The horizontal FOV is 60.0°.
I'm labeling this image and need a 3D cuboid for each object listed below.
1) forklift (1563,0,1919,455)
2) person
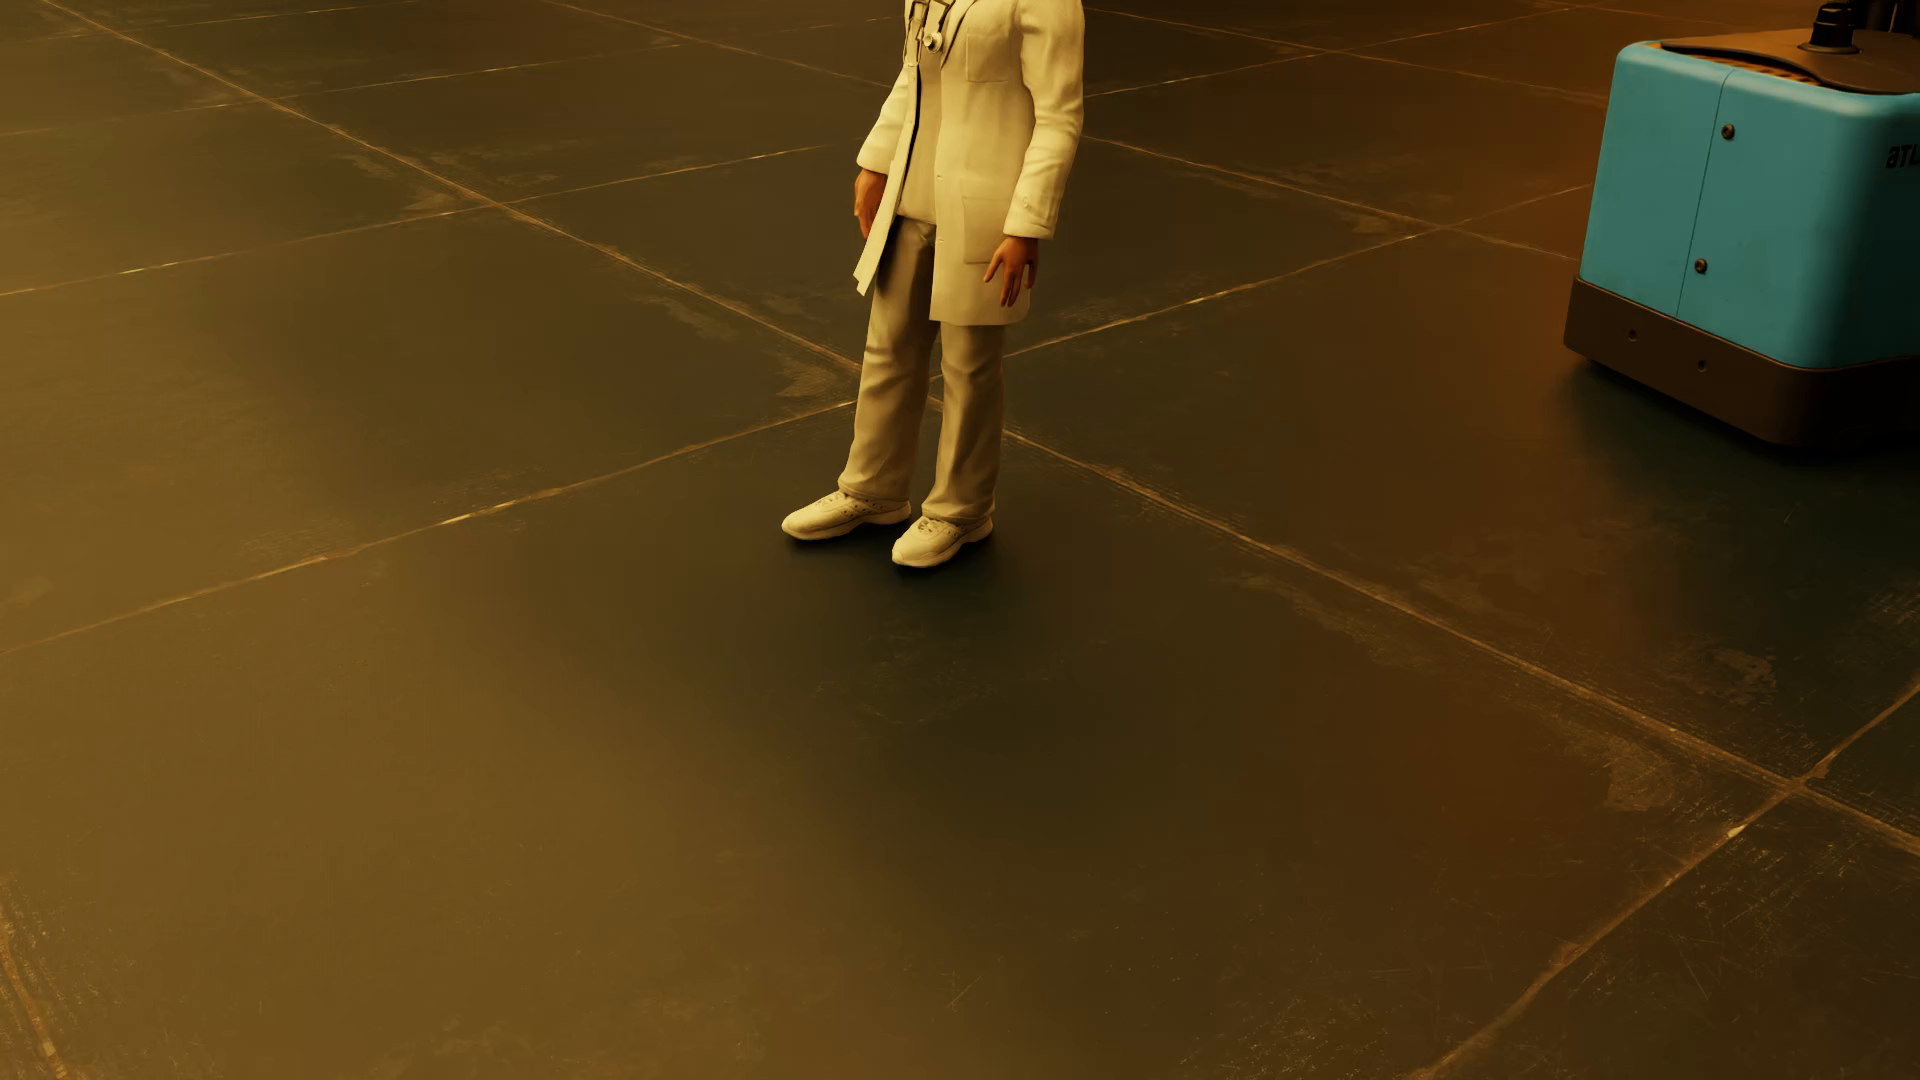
[{"bbox_3d":[3.632,-1.970,5.173,3.031,2.935,1.130,-10,28,-19],"label":"forklift"},{"bbox_3d":[-0.072,-0.779,4.054,0.581,1.776,0.696,-20,33,-35],"label":"person"}]
